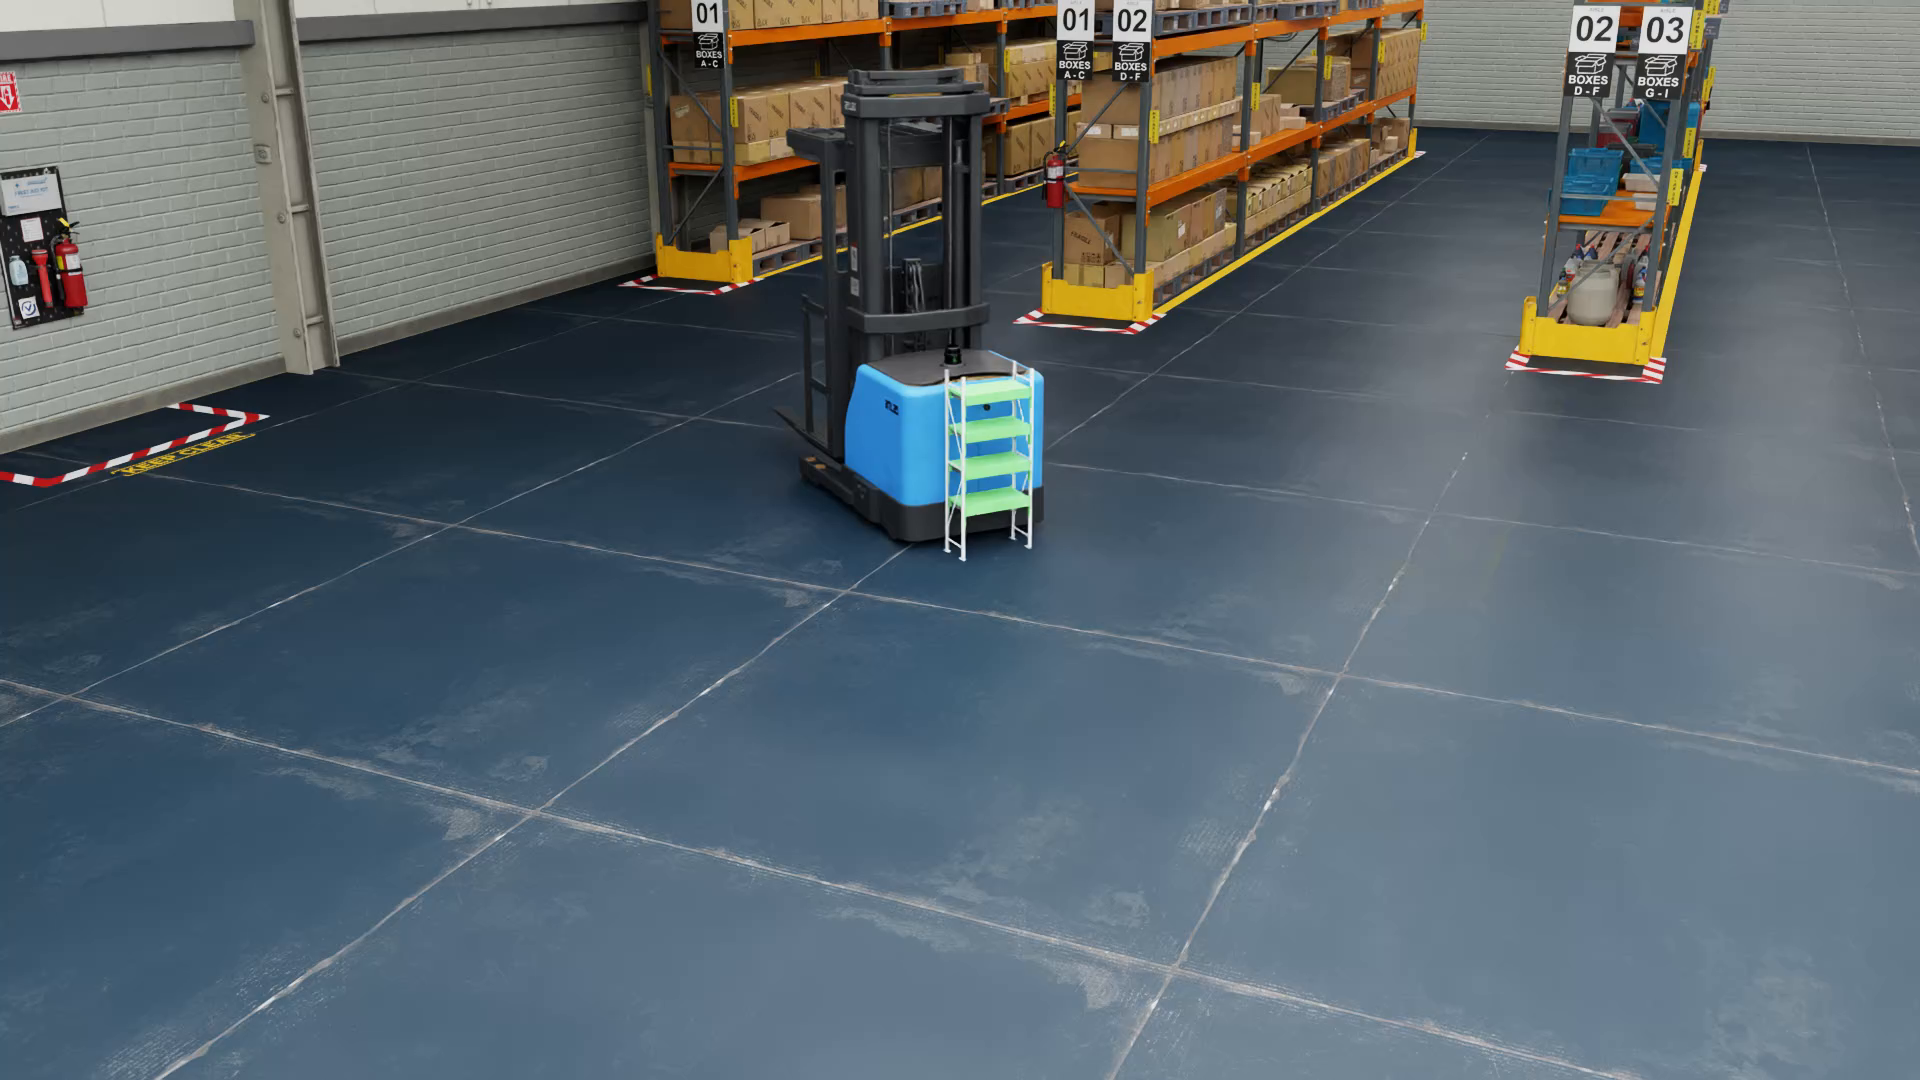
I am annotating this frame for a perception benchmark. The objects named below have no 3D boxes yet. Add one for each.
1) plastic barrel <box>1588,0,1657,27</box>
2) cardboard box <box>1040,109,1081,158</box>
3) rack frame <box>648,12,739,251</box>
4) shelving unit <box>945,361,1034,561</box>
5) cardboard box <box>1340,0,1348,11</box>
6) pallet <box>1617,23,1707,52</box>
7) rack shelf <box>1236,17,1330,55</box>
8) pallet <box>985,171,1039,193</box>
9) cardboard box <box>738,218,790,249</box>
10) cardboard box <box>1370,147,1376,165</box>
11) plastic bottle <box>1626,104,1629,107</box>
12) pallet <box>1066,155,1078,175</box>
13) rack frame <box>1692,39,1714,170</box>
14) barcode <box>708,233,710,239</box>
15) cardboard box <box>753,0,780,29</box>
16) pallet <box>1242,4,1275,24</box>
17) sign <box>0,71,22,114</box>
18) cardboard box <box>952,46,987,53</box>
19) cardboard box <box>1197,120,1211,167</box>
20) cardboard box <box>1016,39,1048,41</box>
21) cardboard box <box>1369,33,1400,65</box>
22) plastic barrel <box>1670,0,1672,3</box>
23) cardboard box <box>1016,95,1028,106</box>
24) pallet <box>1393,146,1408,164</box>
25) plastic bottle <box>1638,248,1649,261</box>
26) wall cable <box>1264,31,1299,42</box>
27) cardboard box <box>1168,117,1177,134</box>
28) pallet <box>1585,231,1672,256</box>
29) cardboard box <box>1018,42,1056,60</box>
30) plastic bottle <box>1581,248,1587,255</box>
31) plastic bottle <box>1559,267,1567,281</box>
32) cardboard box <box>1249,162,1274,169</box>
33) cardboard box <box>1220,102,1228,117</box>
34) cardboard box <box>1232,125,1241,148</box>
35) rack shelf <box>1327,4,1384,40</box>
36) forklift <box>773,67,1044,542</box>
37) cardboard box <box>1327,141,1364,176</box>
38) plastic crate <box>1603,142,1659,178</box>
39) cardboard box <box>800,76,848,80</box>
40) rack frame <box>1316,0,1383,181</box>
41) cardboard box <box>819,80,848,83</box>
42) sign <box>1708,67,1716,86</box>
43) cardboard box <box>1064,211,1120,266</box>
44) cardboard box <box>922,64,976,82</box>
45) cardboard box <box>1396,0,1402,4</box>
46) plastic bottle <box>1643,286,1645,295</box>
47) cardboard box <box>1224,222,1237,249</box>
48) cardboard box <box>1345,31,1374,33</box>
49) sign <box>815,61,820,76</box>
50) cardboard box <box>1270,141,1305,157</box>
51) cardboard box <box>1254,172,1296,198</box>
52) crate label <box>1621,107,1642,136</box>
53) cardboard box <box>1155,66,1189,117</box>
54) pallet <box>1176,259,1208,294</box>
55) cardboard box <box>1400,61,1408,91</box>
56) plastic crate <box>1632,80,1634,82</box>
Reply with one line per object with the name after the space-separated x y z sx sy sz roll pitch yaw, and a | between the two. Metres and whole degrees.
6.066 -5.127 15.165 0.600 0.830 0.708 9 21 23 | plastic barrel
1.711 -7.144 29.161 0.750 0.750 0.750 9 21 23 | cardboard box
-3.055 -4.507 19.165 1.000 3.000 0.127 9 21 23 | rack frame
0.185 -0.504 10.596 0.503 1.200 0.258 -10 22 -26 | shelving unit
5.311 -8.187 24.888 0.910 0.500 0.500 9 21 23 | cardboard box
6.411 -4.711 15.545 1.003 0.211 1.213 9 21 23 | pallet
3.922 -6.737 22.033 1.077 0.370 4.000 9 21 23 | rack shelf
0.612 -5.869 27.158 1.003 0.211 1.213 9 21 23 | pallet
-2.456 -3.821 20.592 0.500 0.311 0.500 11 22 27 | cardboard box
6.749 -6.536 28.226 0.500 0.311 0.500 9 21 23 | cardboard box
9.503 -6.070 23.734 0.061 0.283 0.133 9 21 23 | plastic bottle
1.611 -6.615 29.255 1.003 0.211 1.213 9 21 23 | pallet
12.535 -8.039 29.096 1.000 3.000 0.127 9 21 23 | rack frame
-3.047 -3.711 20.270 0.001 0.075 0.075 9 21 23 | barcode
-2.438 -6.204 19.281 0.500 0.500 0.500 10 22 26 | cardboard box
3.453 -6.646 20.988 0.805 0.209 1.217 8 21 21 | pallet
-7.156 -3.359 12.477 0.001 0.298 0.199 9 21 23 | sign
0.170 -7.677 26.336 0.500 0.250 0.500 9 22 24 | cardboard box
2.508 -4.647 19.409 0.700 0.500 0.500 9 21 24 | cardboard box
1.224 -8.460 28.537 0.500 0.250 0.500 9 21 23 | cardboard box
7.251 -8.435 28.570 0.500 0.500 0.500 8 21 21 | cardboard box
8.457 -6.788 20.461 0.600 0.830 0.708 9 21 23 | plastic barrel
0.864 -7.058 26.683 0.380 0.149 0.250 9 22 24 | cardboard box
7.661 -7.138 30.727 1.003 0.211 1.213 9 21 23 | pallet
7.542 -3.035 18.322 0.144 0.351 0.185 7 21 20 | plastic bottle
6.139 -12.442 37.157 3.097 2.526 0.112 9 21 23 | wall cable
2.137 -4.506 18.044 0.380 0.149 0.250 8 21 22 | cardboard box
8.405 -3.676 20.991 1.003 0.211 1.213 9 21 23 | pallet
1.266 -8.081 27.472 0.500 0.250 0.500 8 21 22 | cardboard box
6.983 -3.155 18.771 0.152 0.276 0.135 9 22 25 | plastic bottle
6.366 -2.735 17.580 0.061 0.283 0.133 9 22 24 | plastic bottle
4.259 -5.321 24.093 0.500 0.311 0.500 9 22 25 | cardboard box
2.980 -5.136 19.816 0.380 0.149 0.250 8 21 21 | cardboard box
3.265 -5.137 21.161 0.500 0.250 0.500 10 22 26 | cardboard box
5.560 -7.960 25.471 1.077 0.370 4.000 9 21 23 | rack shelf
-0.533 -1.823 11.722 1.130 2.935 3.031 -9 22 -24 | forklift
6.229 -6.186 26.961 0.500 0.500 0.500 9 21 23 | cardboard box
7.291 -4.199 18.391 0.767 0.338 0.504 9 21 23 | plastic crate
-1.800 -5.907 22.176 0.500 0.500 0.500 8 21 21 | cardboard box
6.379 -7.497 27.572 1.000 3.000 0.127 9 21 23 | rack frame
-1.528 -5.682 21.543 0.500 0.500 0.500 8 21 22 | cardboard box
13.043 -8.045 28.870 0.100 0.325 0.005 9 21 23 | sign
1.414 -3.289 18.098 0.500 0.500 0.500 9 21 23 | cardboard box
-0.167 -6.887 25.053 0.700 0.500 0.500 6 21 18 | cardboard box
7.219 -9.259 28.275 0.500 0.250 0.500 9 21 23 | cardboard box
7.052 -2.580 17.265 0.097 0.201 0.097 0 20 0 | plastic bottle
3.113 -3.782 20.603 0.500 0.250 0.500 9 21 23 | cardboard box
6.971 -8.670 29.229 0.500 0.500 0.500 8 21 22 | cardboard box
-1.925 -6.350 22.621 0.100 0.325 0.005 9 21 23 | sign
4.929 -5.993 25.298 0.500 0.250 0.500 9 22 25 | cardboard box
4.335 -4.933 23.003 0.500 0.311 0.500 8 21 22 | cardboard box
8.605 -5.343 21.464 0.502 0.435 0.616 9 21 23 | crate label
2.106 -4.960 18.353 0.700 0.500 0.500 9 21 23 | cardboard box
2.241 -3.126 19.443 1.003 0.211 1.213 9 21 23 | pallet
7.664 -8.282 29.630 0.500 0.500 0.500 9 21 23 | cardboard box
10.777 -7.026 26.183 0.392 0.384 0.575 9 21 23 | plastic crate
